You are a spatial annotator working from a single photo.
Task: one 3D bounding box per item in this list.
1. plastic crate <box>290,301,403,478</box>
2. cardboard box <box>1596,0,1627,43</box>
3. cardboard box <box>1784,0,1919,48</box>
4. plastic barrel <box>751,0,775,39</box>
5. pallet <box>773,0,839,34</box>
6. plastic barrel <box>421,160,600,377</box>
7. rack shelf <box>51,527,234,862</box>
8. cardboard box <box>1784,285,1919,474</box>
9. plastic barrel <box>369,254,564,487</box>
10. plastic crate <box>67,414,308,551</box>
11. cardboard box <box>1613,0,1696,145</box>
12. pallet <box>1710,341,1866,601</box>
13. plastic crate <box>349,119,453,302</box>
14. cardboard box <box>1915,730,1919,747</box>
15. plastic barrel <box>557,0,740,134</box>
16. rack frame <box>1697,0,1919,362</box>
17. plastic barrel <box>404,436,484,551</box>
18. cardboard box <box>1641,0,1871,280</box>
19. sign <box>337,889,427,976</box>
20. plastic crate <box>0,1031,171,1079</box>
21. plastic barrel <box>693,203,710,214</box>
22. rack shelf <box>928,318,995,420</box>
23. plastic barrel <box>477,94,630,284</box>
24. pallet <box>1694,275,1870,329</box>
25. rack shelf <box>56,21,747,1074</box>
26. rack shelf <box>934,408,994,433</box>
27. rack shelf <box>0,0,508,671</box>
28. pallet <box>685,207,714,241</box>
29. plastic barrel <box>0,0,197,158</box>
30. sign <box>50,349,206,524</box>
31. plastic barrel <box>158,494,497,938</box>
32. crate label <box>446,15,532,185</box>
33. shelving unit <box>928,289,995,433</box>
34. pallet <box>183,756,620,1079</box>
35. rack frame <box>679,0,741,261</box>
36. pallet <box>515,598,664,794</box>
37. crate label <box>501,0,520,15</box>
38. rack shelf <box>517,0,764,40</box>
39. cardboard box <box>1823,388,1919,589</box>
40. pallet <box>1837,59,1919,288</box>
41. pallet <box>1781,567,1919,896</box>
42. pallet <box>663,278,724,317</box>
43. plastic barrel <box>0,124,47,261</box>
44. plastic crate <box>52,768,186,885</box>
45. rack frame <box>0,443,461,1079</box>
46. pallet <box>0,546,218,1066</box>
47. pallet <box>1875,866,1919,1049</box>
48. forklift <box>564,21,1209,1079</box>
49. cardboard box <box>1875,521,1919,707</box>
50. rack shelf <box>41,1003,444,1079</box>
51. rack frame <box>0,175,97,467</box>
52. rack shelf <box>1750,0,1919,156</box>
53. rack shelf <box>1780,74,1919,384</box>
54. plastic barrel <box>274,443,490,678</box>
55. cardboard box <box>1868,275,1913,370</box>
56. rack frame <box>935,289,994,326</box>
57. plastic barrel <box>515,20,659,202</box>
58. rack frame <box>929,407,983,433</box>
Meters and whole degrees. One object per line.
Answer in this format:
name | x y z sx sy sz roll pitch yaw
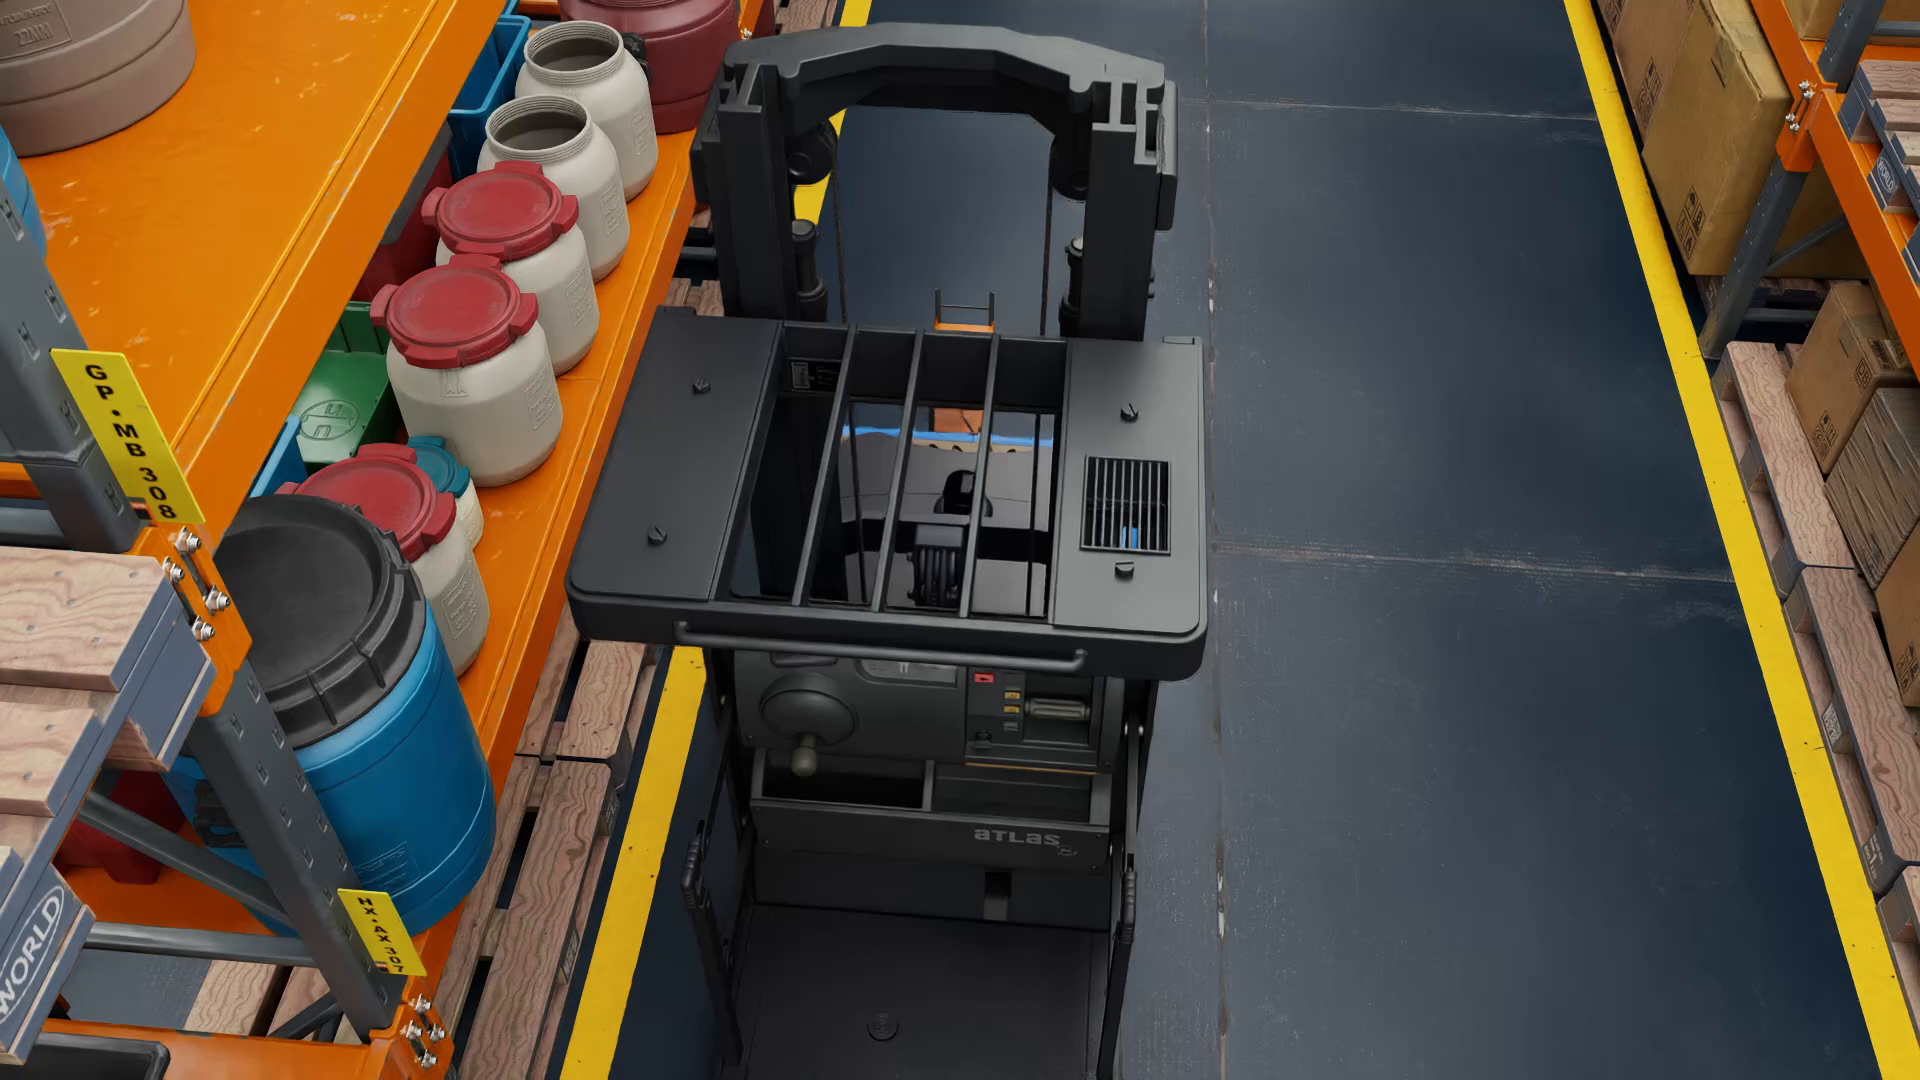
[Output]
plastic crate | -1.817 -0.394 4.721 0.450 0.188 0.662 4 48 4
cardboard box | 3.848 -3.009 8.125 1.225 0.875 0.875 2 48 2
cardboard box | 3.400 -2.186 6.149 0.500 0.500 0.500 5 48 5
plastic barrel | -1.200 -2.625 7.967 0.600 0.588 0.708 4 48 4
pallet | -1.186 -2.641 8.523 1.003 0.211 1.213 4 48 4
plastic barrel | -1.283 -0.758 4.819 0.433 0.535 0.433 0 48 0
rack shelf | -1.877 1.533 1.270 1.077 0.370 4.000 4 48 4
cardboard box | 3.561 -0.584 6.148 0.700 0.500 0.500 2 48 1
plastic barrel | -1.322 -0.440 4.528 0.433 0.535 0.433 0 48 0
plastic crate | -1.904 0.007 4.222 0.392 0.384 0.575 4 48 4
cardboard box | 3.775 -2.358 7.529 1.225 0.875 0.875 4 48 4
pallet | 3.529 -0.258 6.343 1.003 0.211 1.213 4 48 4
plastic crate | -1.782 -0.961 5.053 0.402 0.464 0.583 4 48 4
cardboard box | 3.428 0.651 5.018 0.700 0.500 0.500 0 48 0
plastic barrel | -1.071 -1.791 5.763 0.600 0.536 0.708 4 48 4
rack frame | 3.602 -1.773 5.839 1.000 3.000 0.127 4 48 4
plastic barrel | -1.421 -0.083 4.387 0.301 0.262 0.301 0 48 0
cardboard box | 3.686 -1.704 6.931 1.225 0.875 0.875 2 48 2
sign | -1.148 0.785 3.312 0.100 0.325 0.005 4 48 4
plastic crate | -1.869 1.230 3.134 0.767 0.338 0.504 4 48 4
plastic barrel | -1.303 -1.876 7.119 0.600 0.830 0.708 4 48 4
rack shelf | 0.005 -0.578 5.697 0.215 0.259 0.240 4 48 4
plastic barrel | -1.250 -1.064 5.115 0.421 0.512 0.421 0 48 0
pallet | 3.749 -1.406 7.393 1.003 0.211 1.213 4 48 4
rack shelf | -1.512 -0.394 5.065 1.077 0.370 4.000 4 48 4
rack shelf | 0.005 -0.386 5.906 0.215 0.259 0.240 4 48 4
rack shelf | -1.512 -1.406 3.958 1.077 0.370 4.000 4 48 4
pallet | -1.300 -1.747 7.705 1.003 0.211 1.213 4 48 4
plastic barrel | -1.805 -1.217 2.958 0.600 0.901 0.600 0 48 0
sign | -1.148 -0.137 2.304 0.100 0.325 0.005 4 48 4
plastic barrel | -1.358 0.400 3.511 0.600 0.901 0.708 4 48 4
crate label | -1.690 -1.406 5.480 0.502 0.435 0.616 4 48 4
shelving unit | 0.005 -0.394 5.899 0.215 1.050 0.252 4 48 4
pallet | -1.662 1.194 5.015 1.003 0.211 1.213 4 48 4
rack frame | -1.330 -2.106 6.144 1.000 3.000 0.127 4 48 4
pallet | -1.553 0.295 5.837 1.003 0.211 1.213 4 48 4
crate label | -1.742 -1.766 5.945 0.303 0.233 0.416 4 48 4
rack shelf | -1.148 -3.333 7.753 1.077 0.370 4.000 4 48 4
cardboard box | 3.523 -0.176 5.774 0.700 0.500 0.500 0 48 0
pallet | 3.643 -1.178 5.424 1.213 0.211 1.003 4 48 4
pallet | 3.416 0.636 5.525 1.003 0.211 1.213 4 48 4
pallet | -1.439 -0.599 6.654 1.003 0.211 1.213 4 48 4
plastic barrel | -1.865 -0.737 2.519 0.600 0.901 0.708 4 48 4
plastic crate | -1.955 0.435 3.776 0.402 0.464 0.583 4 48 4
rack frame | -1.695 0.833 3.455 1.000 3.000 0.127 4 48 4
pallet | -1.663 0.421 1.927 1.213 0.211 1.003 4 48 4
pallet | 3.307 1.535 4.703 1.003 0.211 1.213 4 48 4
forklift | -0.092 0.487 3.818 1.130 2.935 3.031 4 48 4
cardboard box | 3.478 0.241 5.393 0.700 0.500 0.500 7 48 7
rack shelf | -1.877 2.545 2.377 1.077 0.370 4.000 4 48 4
rack frame | -1.695 -1.192 1.242 1.000 3.000 0.127 4 48 4
rack shelf | 3.784 -3.000 7.449 1.077 0.370 4.000 4 48 4
rack shelf | 3.420 -0.061 4.760 1.077 0.370 4.000 4 48 4
plastic barrel | -1.389 0.099 4.035 0.433 0.535 0.433 0 48 0
cardboard box | 3.571 -0.837 5.870 0.500 0.250 0.500 6 48 5
rack frame | 0.016 -0.483 5.981 0.200 1.050 0.008 4 48 4
plastic barrel | -1.211 -1.374 5.398 0.421 0.512 0.421 0 48 0
rack frame | -0.006 -0.304 5.817 0.200 1.050 0.008 4 48 4
